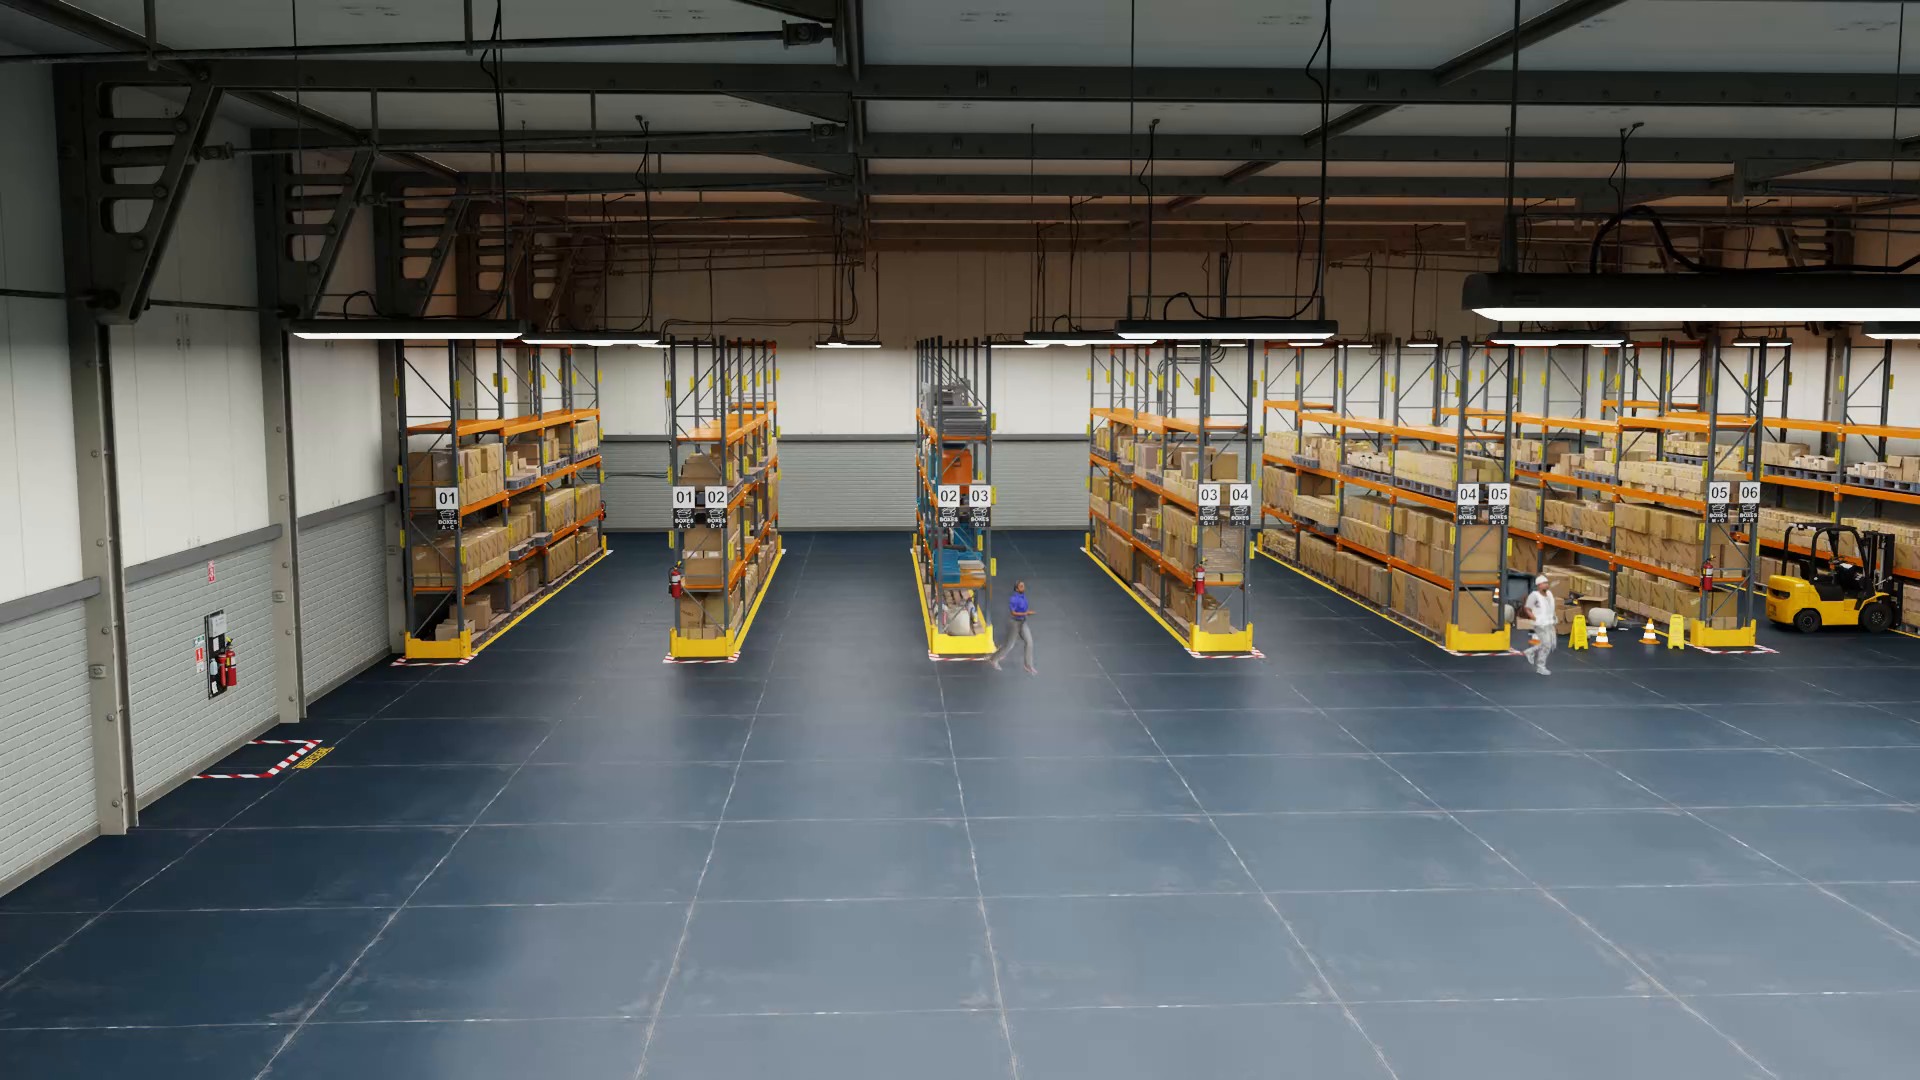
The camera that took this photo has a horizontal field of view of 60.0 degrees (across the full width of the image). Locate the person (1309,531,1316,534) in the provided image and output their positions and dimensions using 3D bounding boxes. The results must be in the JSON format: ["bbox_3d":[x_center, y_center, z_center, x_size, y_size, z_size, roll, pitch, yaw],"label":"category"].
[{"bbox_3d":[10.346,-0.631,48.623,0.652,1.752,0.515,-3,7,-23],"label":"person"}]

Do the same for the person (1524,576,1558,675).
[{"bbox_3d":[10.330,1.501,29.647,0.676,1.748,0.581,-5,8,-35],"label":"person"}]

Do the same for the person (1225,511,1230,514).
[{"bbox_3d":[7.462,-0.351,46.636,0.540,1.585,0.640,0,6,3],"label":"person"}]

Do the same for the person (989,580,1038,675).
[{"bbox_3d":[0.976,1.550,29.599,0.902,1.696,0.586,4,8,34],"label":"person"}]
